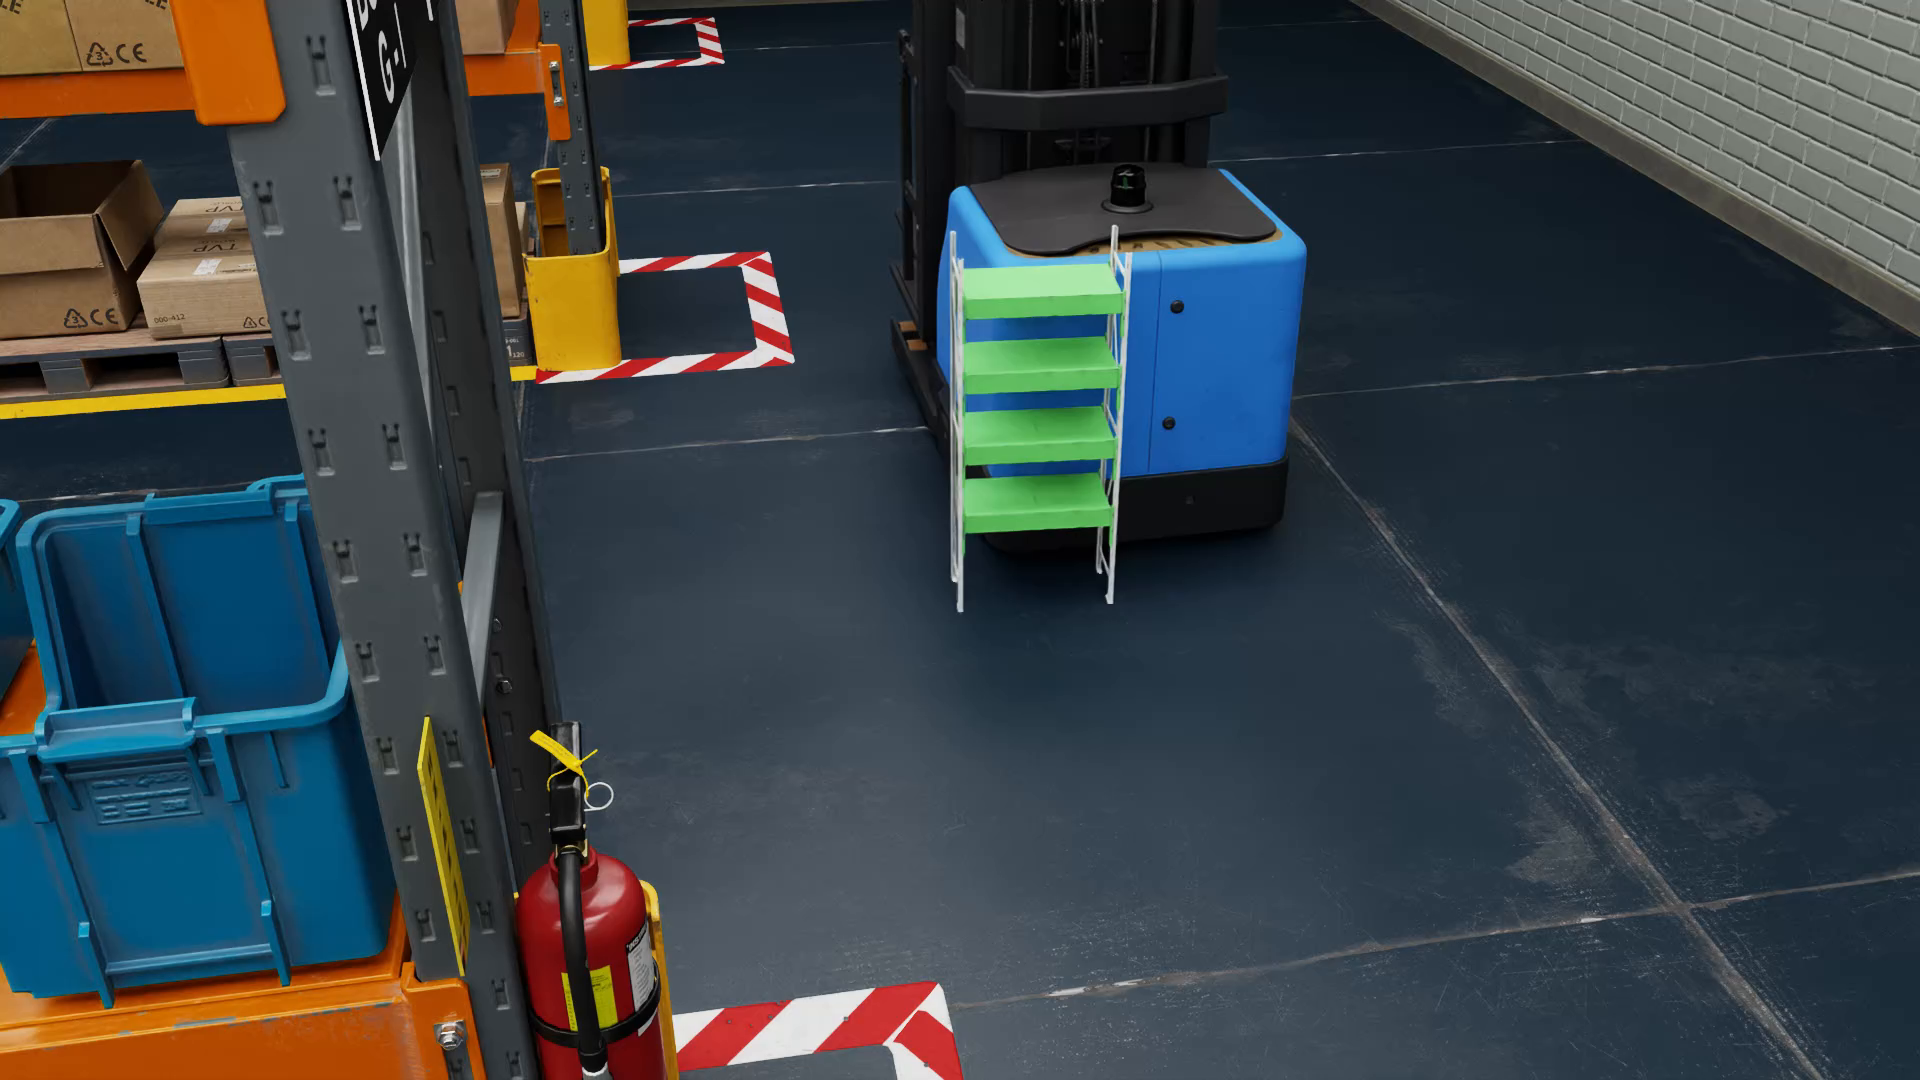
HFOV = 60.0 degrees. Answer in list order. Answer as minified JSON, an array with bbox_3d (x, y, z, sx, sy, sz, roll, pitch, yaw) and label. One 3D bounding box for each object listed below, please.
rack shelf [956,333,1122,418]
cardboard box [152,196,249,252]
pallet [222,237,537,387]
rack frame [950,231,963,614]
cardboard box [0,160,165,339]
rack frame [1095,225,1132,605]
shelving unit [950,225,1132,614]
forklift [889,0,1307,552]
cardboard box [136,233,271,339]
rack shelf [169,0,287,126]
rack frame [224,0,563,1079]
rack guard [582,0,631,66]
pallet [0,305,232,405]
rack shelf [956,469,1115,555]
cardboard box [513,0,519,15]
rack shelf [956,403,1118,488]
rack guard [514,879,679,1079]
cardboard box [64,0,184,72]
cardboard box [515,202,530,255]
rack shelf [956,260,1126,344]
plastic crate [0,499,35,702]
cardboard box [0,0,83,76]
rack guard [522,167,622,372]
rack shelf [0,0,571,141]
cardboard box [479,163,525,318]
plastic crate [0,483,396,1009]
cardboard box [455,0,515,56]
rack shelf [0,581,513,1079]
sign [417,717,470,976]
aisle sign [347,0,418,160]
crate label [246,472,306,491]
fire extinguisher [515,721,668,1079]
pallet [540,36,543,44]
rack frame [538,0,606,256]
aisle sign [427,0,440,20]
[{"bbox_3d":[0.233,-0.505,5.078,0.480,0.148,0.258,-3,31,-5],"label":"rack shelf"},{"bbox_3d":[-3.191,-1.306,7.290,0.500,0.250,0.500,-5,31,-9],"label":"cardboard box"},{"bbox_3d":[-2.480,-1.019,7.274,1.213,0.211,1.003,-5,31,-9],"label":"pallet"},{"bbox_3d":[-0.010,-0.341,5.146,0.015,1.200,0.240,-3,31,-5],"label":"rack frame"},{"bbox_3d":[-3.709,-1.223,6.900,0.637,0.503,0.797,-5,31,-9],"label":"cardboard box"},{"bbox_3d":[0.475,-0.367,5.190,0.015,1.200,0.240,-3,31,-5],"label":"rack frame"},{"bbox_3d":[0.233,-0.354,5.168,0.503,1.200,0.258,-3,31,-5],"label":"shelving unit"},{"bbox_3d":[0.324,-1.955,6.183,1.130,2.935,3.031,-6,31,-10],"label":"forklift"},{"bbox_3d":[-3.052,-1.061,6.874,0.500,0.250,0.500,-5,31,-9],"label":"cardboard box"},{"bbox_3d":[-2.700,-0.631,1.615,4.000,0.370,1.077,-5,31,-9],"label":"rack shelf"},{"bbox_3d":[-0.733,0.171,2.500,0.053,2.616,0.949,-5,31,-9],"label":"rack frame"},{"bbox_3d":[-2.494,-3.695,11.541,0.348,0.500,1.175,-5,31,-9],"label":"rack guard"},{"bbox_3d":[-3.678,-0.909,7.088,1.213,0.211,1.003,-5,31,-9],"label":"pallet"},{"bbox_3d":[0.233,-0.092,5.322,0.480,0.148,0.258,-3,31,-5],"label":"rack shelf"},{"bbox_3d":[-2.106,-2.435,6.833,0.500,0.500,0.500,-5,31,-8],"label":"cardboard box"},{"bbox_3d":[0.233,-0.299,5.200,0.480,0.148,0.258,-3,31,-5],"label":"rack shelf"},{"bbox_3d":[-0.712,1.238,3.151,0.348,0.500,1.175,-5,31,-9],"label":"rack guard"},{"bbox_3d":[-3.015,-2.075,6.222,0.500,0.500,0.500,-5,31,-9],"label":"cardboard box"},{"bbox_3d":[-2.095,-1.395,7.541,0.250,0.149,0.380,-5,31,-9],"label":"cardboard box"},{"bbox_3d":[0.233,-0.712,4.956,0.480,0.148,0.258,-3,31,-5],"label":"rack shelf"},{"bbox_3d":[-1.683,0.134,2.669,0.300,0.233,0.416,-5,31,-9],"label":"plastic crate"},{"bbox_3d":[-3.510,-2.030,6.144,0.500,0.500,0.500,-6,31,-10],"label":"cardboard box"},{"bbox_3d":[-1.696,-1.216,7.326,0.348,0.500,1.175,-5,31,-9],"label":"rack guard"},{"bbox_3d":[-3.589,-1.808,6.576,4.000,0.370,1.077,-5,31,-9],"label":"rack shelf"},{"bbox_3d":[-2.112,-1.241,6.933,0.500,0.500,0.500,-5,31,-9],"label":"cardboard box"},{"bbox_3d":[-1.029,0.252,2.269,0.499,0.435,0.616,-5,31,-9],"label":"plastic crate"},{"bbox_3d":[-2.013,-2.167,6.378,0.500,0.500,0.500,-4,31,-7],"label":"cardboard box"},{"bbox_3d":[-2.700,0.662,2.375,4.000,0.370,1.077,-5,31,-9],"label":"rack shelf"},{"bbox_3d":[-0.618,0.372,1.998,0.005,0.325,0.100,-5,31,-9],"label":"sign"},{"bbox_3d":[-0.610,-0.812,1.607,0.004,0.787,0.394,-5,31,-9],"label":"aisle sign"},{"bbox_3d":[-1.035,0.074,2.771,0.303,0.233,0.416,-5,31,-9],"label":"crate label"},{"bbox_3d":[-0.503,0.576,2.255,0.183,0.674,0.296,-5,31,-9],"label":"fire extinguisher"},{"bbox_3d":[-3.290,-3.456,11.420,1.213,0.211,1.003,-5,31,-9],"label":"pallet"},{"bbox_3d":[-1.622,-2.301,6.704,0.127,3.000,1.000,-5,31,-9],"label":"rack frame"},{"bbox_3d":[-0.716,-1.106,2.107,0.004,0.787,0.394,-5,31,-9],"label":"aisle sign"}]
